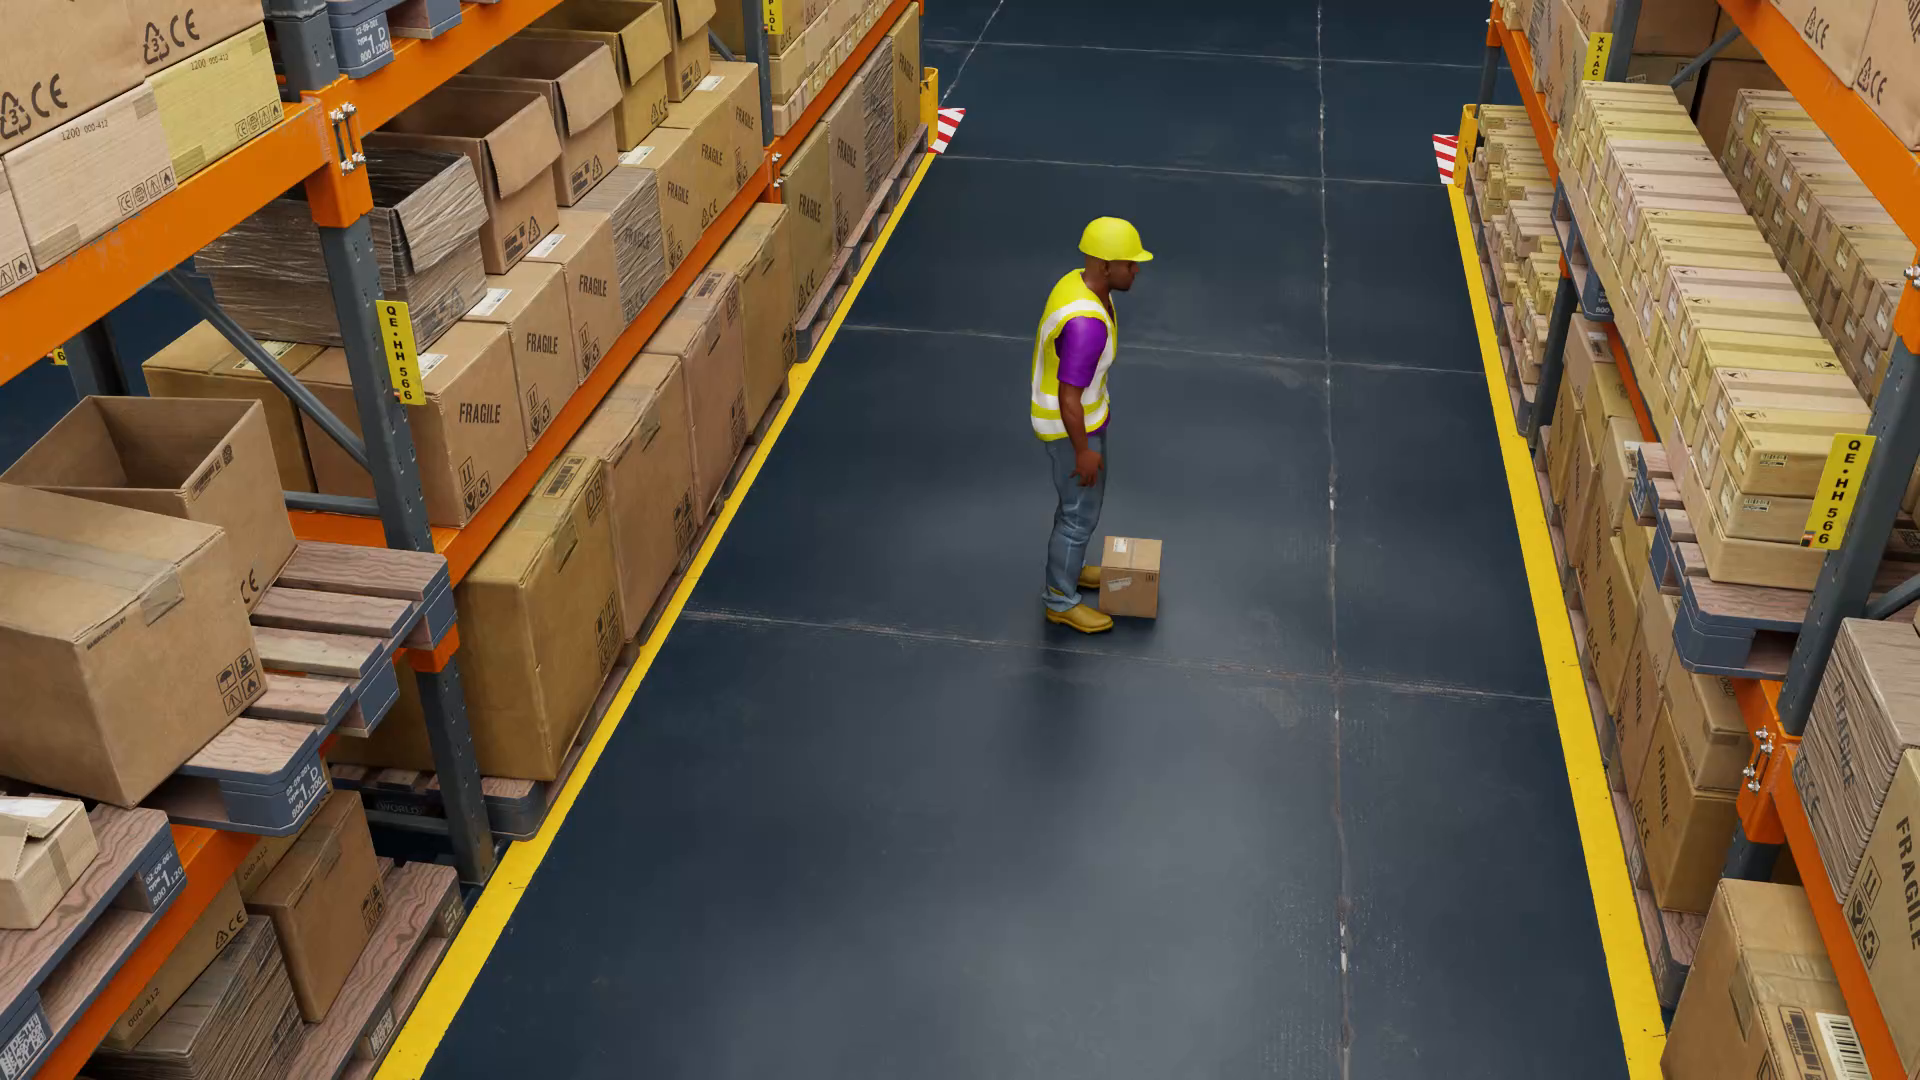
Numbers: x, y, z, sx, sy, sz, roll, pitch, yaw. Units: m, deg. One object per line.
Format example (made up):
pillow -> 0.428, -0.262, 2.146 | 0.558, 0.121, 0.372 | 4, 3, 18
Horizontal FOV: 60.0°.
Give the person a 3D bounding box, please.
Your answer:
person -> 0.524, -0.493, 6.903 | 0.461, 1.760, 0.636 | 5, 33, 7
